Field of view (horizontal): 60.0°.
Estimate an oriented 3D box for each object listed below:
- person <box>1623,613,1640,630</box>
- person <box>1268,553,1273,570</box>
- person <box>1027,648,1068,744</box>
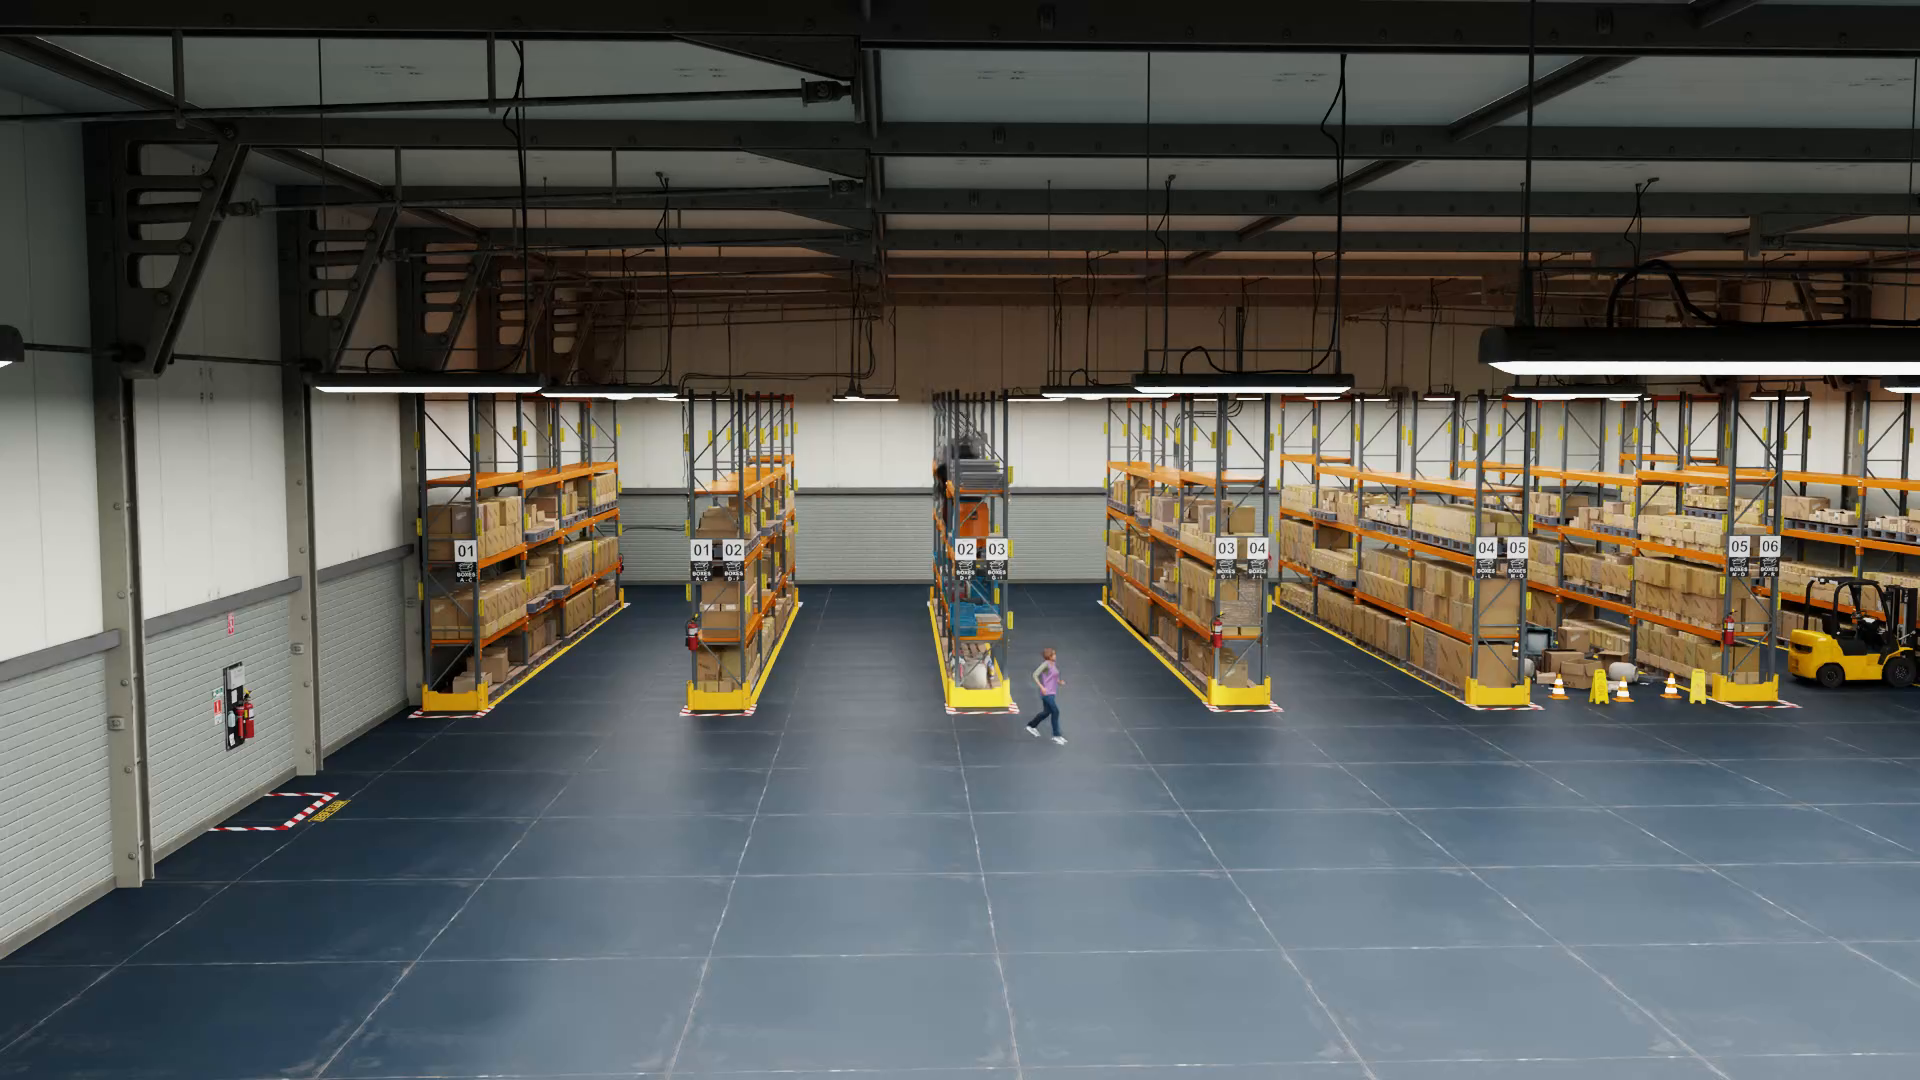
[{"bbox_3d":[16.530,1.554,40.877,0.595,1.660,0.584,0,5,-4],"label":"person"},{"bbox_3d":[8.681,0.920,48.427,0.974,1.698,0.734,-5,6,-44],"label":"person"},{"bbox_3d":[1.477,2.626,28.180,0.790,1.615,0.552,2,5,23],"label":"person"}]
